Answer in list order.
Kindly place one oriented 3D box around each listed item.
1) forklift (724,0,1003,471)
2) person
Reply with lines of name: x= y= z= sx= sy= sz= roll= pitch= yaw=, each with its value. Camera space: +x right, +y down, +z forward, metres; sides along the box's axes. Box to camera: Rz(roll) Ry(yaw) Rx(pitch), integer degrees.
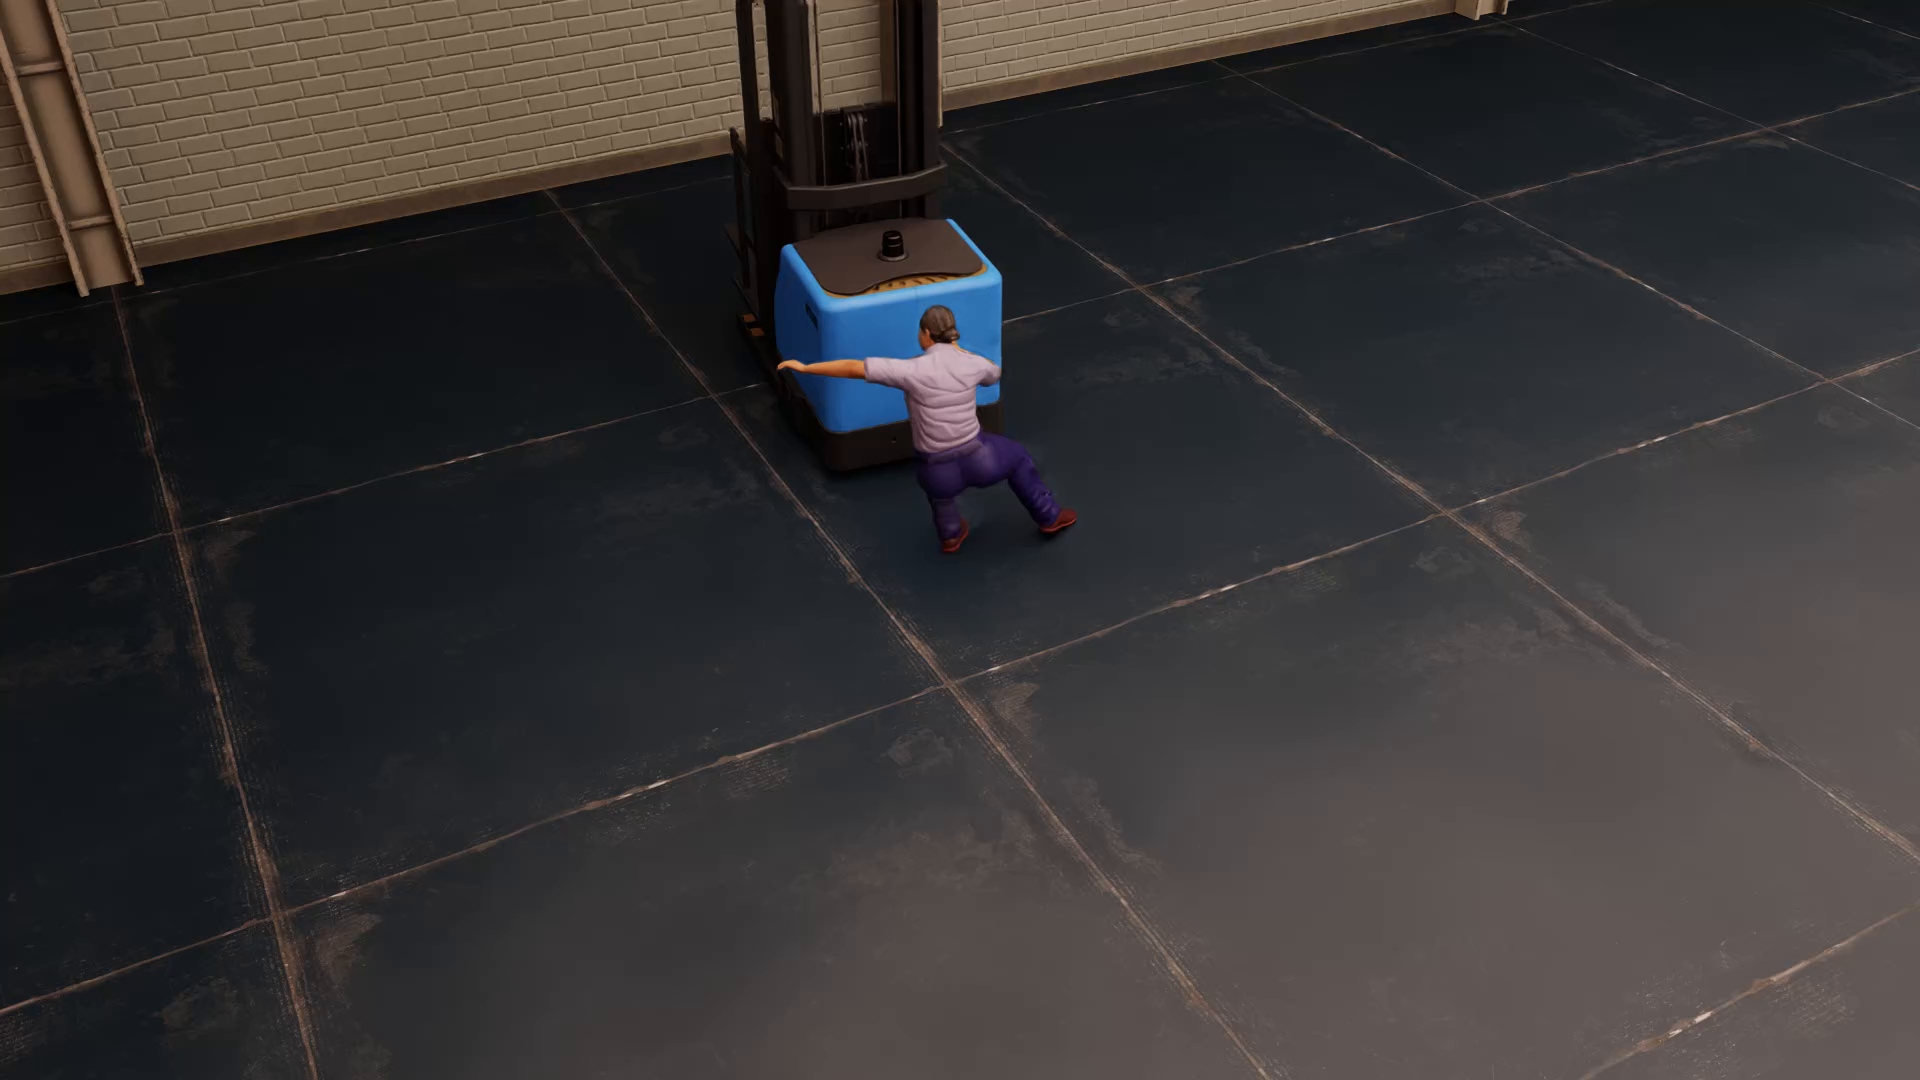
forklift: x=-0.755 y=-2.422 z=9.550 sx=1.130 sy=2.935 sz=3.031 roll=-12 pitch=37 yaw=-17
person: x=-0.107 y=-0.525 z=8.249 sx=1.529 sy=1.358 sz=0.760 roll=-9 pitch=36 yaw=-12
